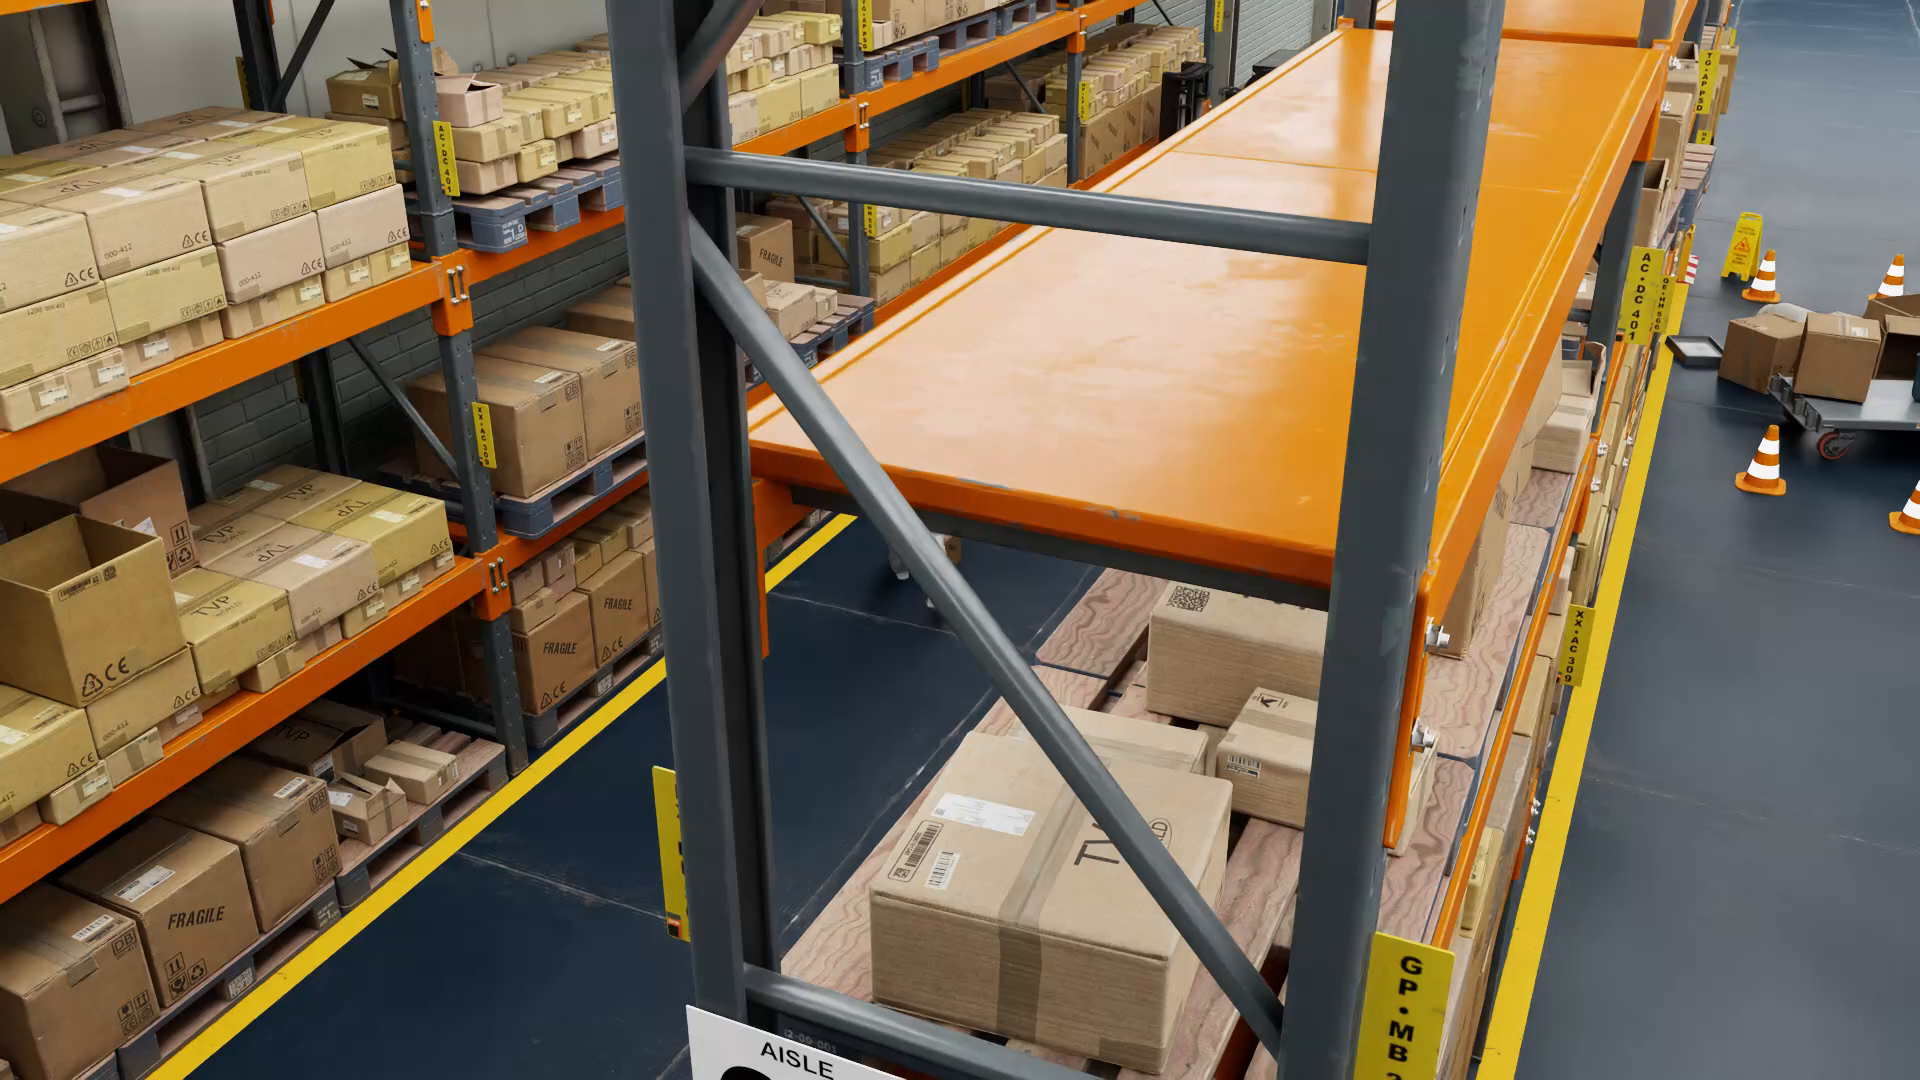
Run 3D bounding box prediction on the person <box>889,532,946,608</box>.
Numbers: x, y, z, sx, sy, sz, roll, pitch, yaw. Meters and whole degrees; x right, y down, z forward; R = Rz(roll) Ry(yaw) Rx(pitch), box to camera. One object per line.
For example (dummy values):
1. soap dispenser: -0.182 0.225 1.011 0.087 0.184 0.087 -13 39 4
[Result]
1. person: -0.302 -0.377 10.238 0.477 1.621 0.992 -1 26 -2
